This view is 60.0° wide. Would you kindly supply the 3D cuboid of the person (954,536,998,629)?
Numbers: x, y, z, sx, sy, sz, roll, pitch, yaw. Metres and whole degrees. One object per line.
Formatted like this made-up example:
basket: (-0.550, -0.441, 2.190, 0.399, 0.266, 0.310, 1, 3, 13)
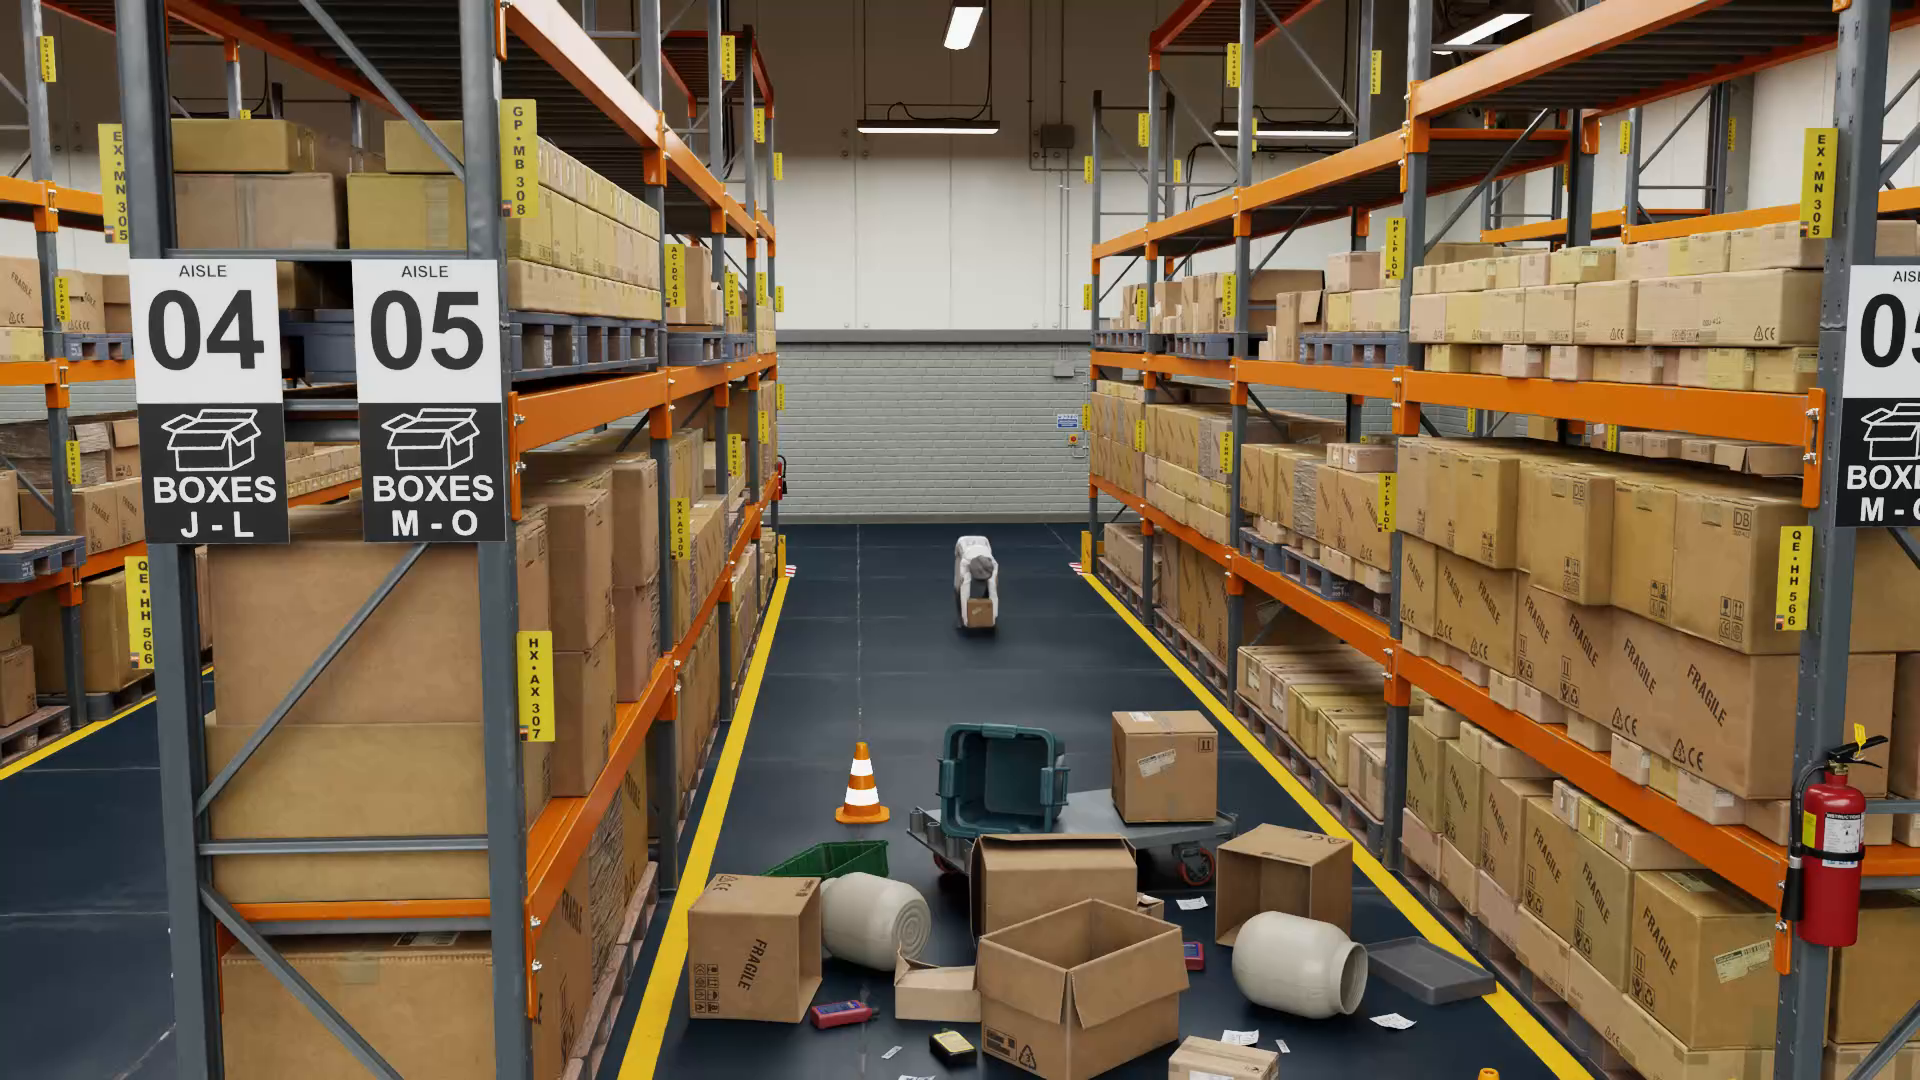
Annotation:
person: (0.172, 0.455, 16.990, 0.452, 0.947, 0.890, -1, 7, -7)
